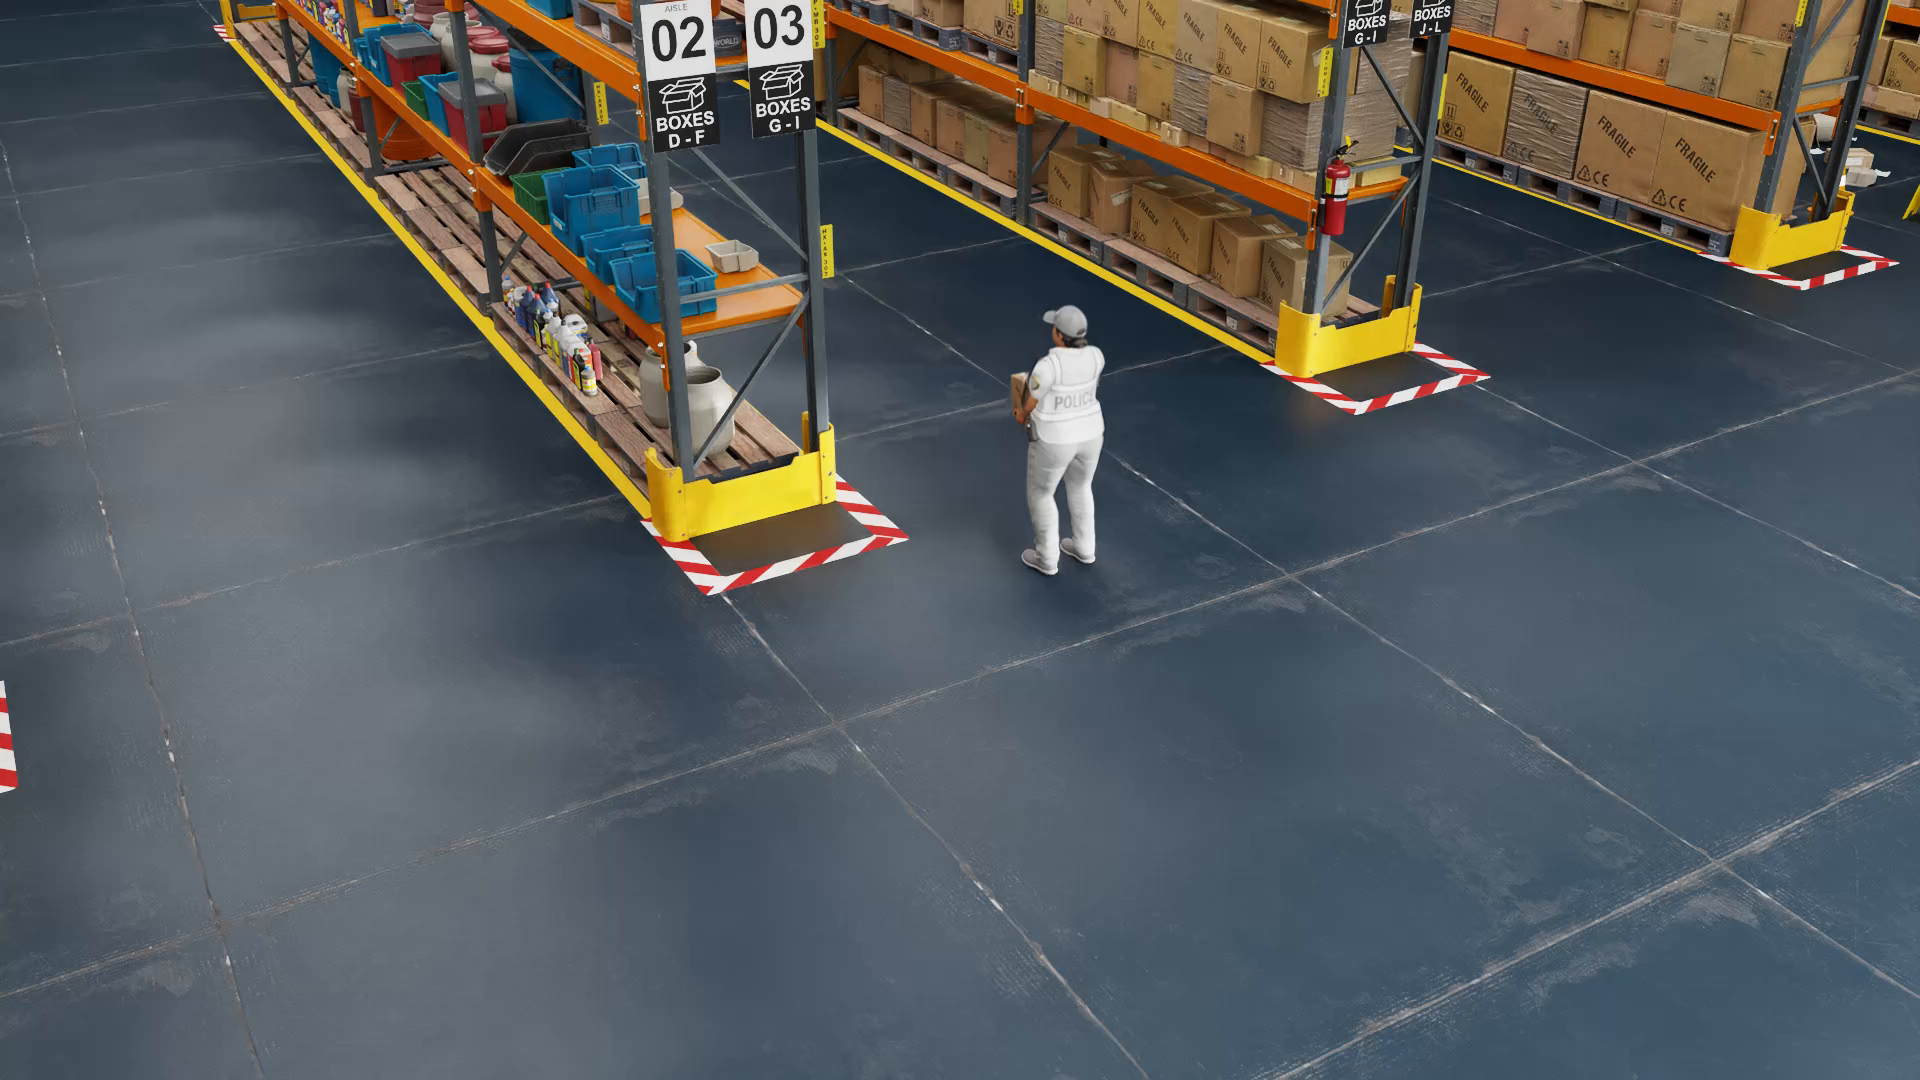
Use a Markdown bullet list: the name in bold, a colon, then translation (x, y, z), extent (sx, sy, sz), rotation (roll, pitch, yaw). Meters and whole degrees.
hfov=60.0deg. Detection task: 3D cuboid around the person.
- **person**: translation (0.563, -0.616, 9.667), extent (0.455, 1.657, 0.541), rotation (-15, 33, -25)
